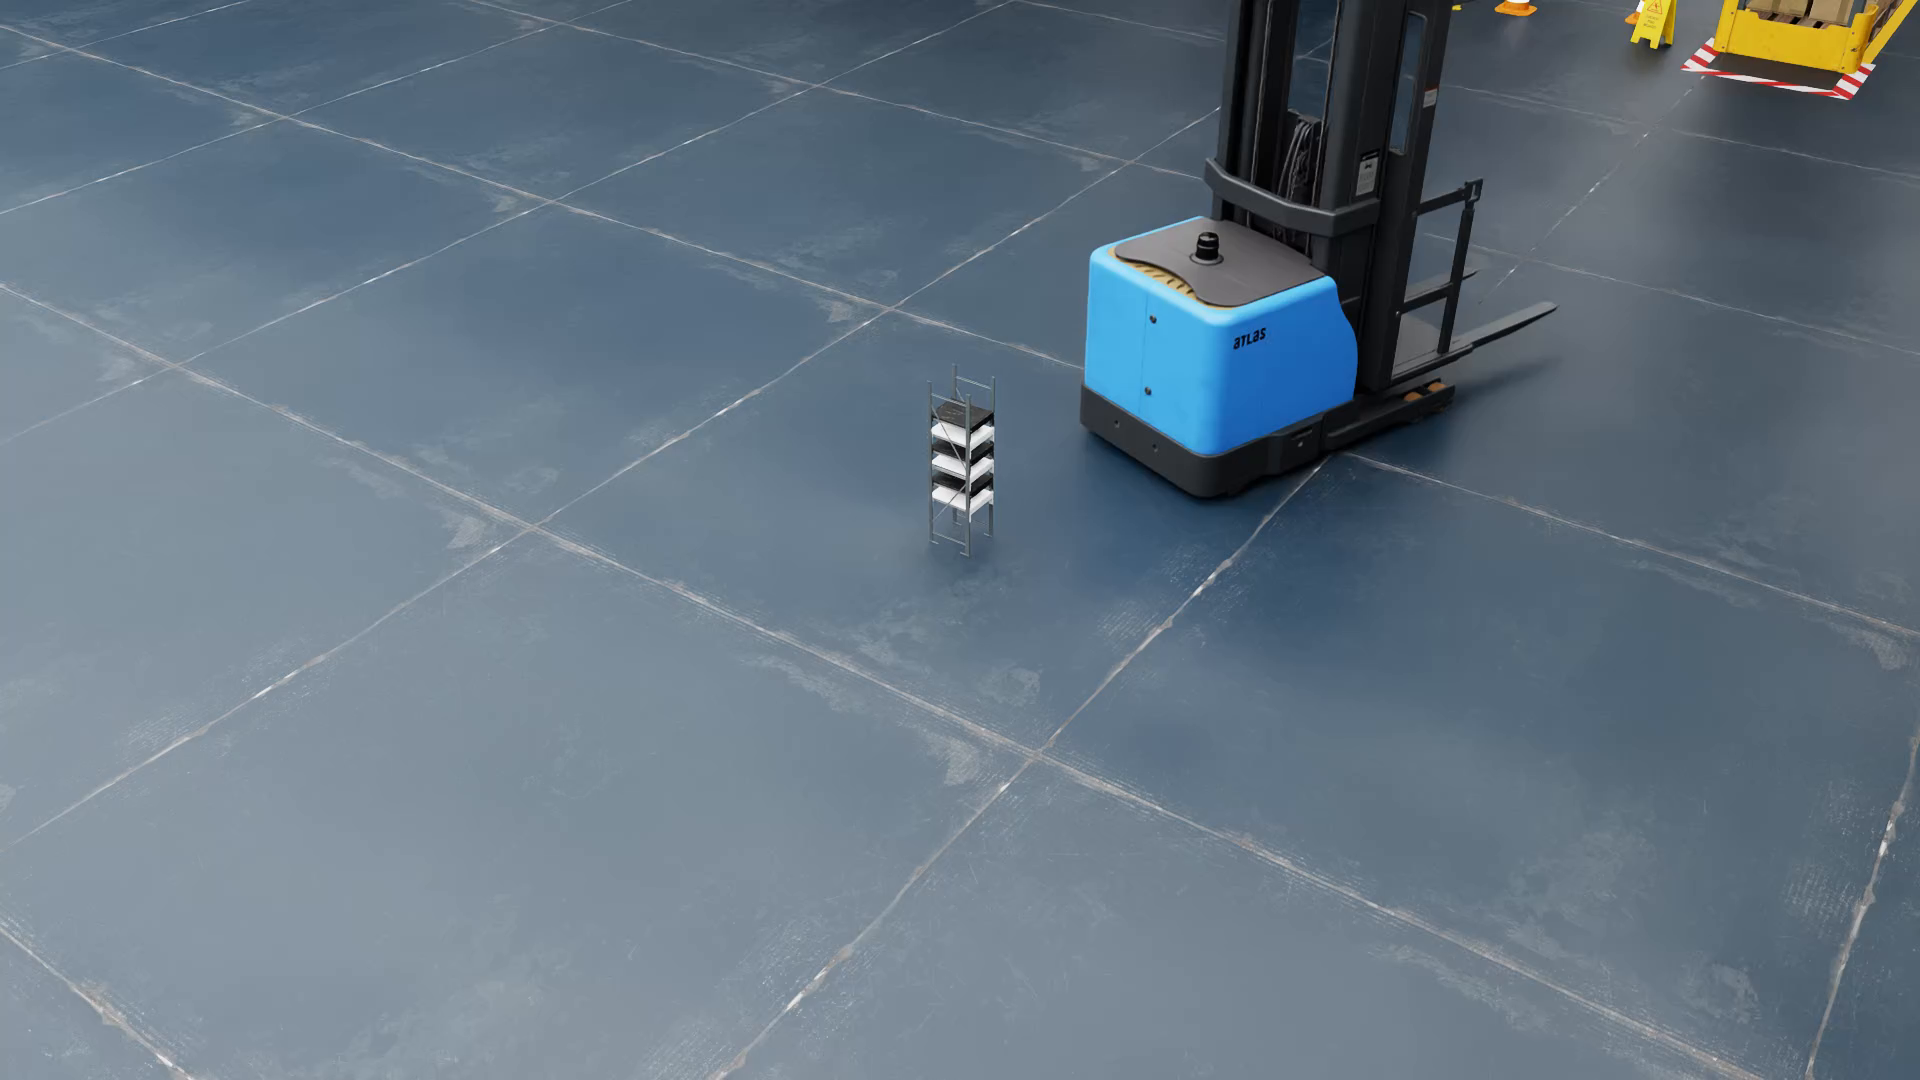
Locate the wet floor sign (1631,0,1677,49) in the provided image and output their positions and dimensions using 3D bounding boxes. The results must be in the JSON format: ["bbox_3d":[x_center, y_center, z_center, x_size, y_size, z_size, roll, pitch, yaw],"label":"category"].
[{"bbox_3d":[6.148,-4.688,14.606,0.232,0.644,0.267,-22,40,-29],"label":"wet floor sign"}]

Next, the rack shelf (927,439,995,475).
[{"bbox_3d":[0.005,-0.423,7.972,0.258,0.077,0.200,21,39,28],"label":"rack shelf"}]

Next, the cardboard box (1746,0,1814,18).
[{"bbox_3d":[7.389,-4.912,14.916,0.500,0.250,0.500,21,39,28],"label":"cardboard box"}]

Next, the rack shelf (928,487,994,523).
[{"bbox_3d":[0.005,-0.200,8.123,0.258,0.077,0.200,21,39,28],"label":"rack shelf"}]

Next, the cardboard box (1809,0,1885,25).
[{"bbox_3d":[7.823,-4.726,14.641,0.500,0.250,0.500,21,39,28],"label":"cardboard box"}]

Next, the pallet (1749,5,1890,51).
[{"bbox_3d":[7.671,-4.651,14.939,1.003,0.211,1.213,21,39,28],"label":"pallet"}]

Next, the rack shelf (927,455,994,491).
[{"bbox_3d":[0.005,-0.349,8.022,0.258,0.077,0.200,21,39,28],"label":"rack shelf"}]

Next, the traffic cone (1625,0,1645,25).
[{"bbox_3d":[6.321,-4.968,15.183,0.336,0.463,0.334,21,39,28],"label":"traffic cone"}]

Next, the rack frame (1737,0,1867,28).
[{"bbox_3d":[7.136,-5.408,13.570,1.000,3.000,0.127,21,39,28],"label":"rack frame"}]

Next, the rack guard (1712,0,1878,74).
[{"bbox_3d":[7.179,-4.408,14.322,1.175,0.500,0.348,21,39,28],"label":"rack guard"}]

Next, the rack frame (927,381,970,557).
[{"bbox_3d":[-0.053,-0.330,7.934,0.240,0.900,0.006,21,39,28],"label":"rack frame"}]

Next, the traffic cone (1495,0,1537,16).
[{"bbox_3d":[5.215,-5.166,15.476,0.336,0.463,0.334,21,39,28],"label":"traffic cone"}]

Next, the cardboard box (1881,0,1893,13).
[{"bbox_3d":[8.120,-4.959,14.985,0.500,0.250,0.500,23,40,30],"label":"cardboard box"}]

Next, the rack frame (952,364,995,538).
[{"bbox_3d":[0.063,-0.423,8.073,0.240,0.900,0.006,21,39,28],"label":"rack frame"}]

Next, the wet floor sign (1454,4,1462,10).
[{"bbox_3d":[4.622,-5.322,15.544,0.267,0.644,0.232,14,37,20],"label":"wet floor sign"}]

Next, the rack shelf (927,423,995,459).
[{"bbox_3d":[0.005,-0.498,7.921,0.258,0.077,0.200,21,39,28],"label":"rack shelf"}]

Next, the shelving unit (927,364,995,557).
[{"bbox_3d":[0.005,-0.376,8.003,0.258,0.900,0.210,21,39,28],"label":"shelving unit"}]

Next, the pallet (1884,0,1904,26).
[{"bbox_3d":[8.367,-5.210,15.766,1.003,0.211,1.213,21,39,28],"label":"pallet"}]

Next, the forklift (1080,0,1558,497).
[{"bbox_3d":[2.146,-2.082,8.713,3.031,2.935,1.130,-22,40,-29],"label":"forklift"}]

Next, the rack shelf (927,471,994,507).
[{"bbox_3d":[0.005,-0.274,8.073,0.258,0.077,0.200,21,39,28],"label":"rack shelf"}]

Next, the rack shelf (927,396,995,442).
[{"bbox_3d":[0.005,-0.573,7.871,0.258,0.077,0.200,21,39,28],"label":"rack shelf"}]
